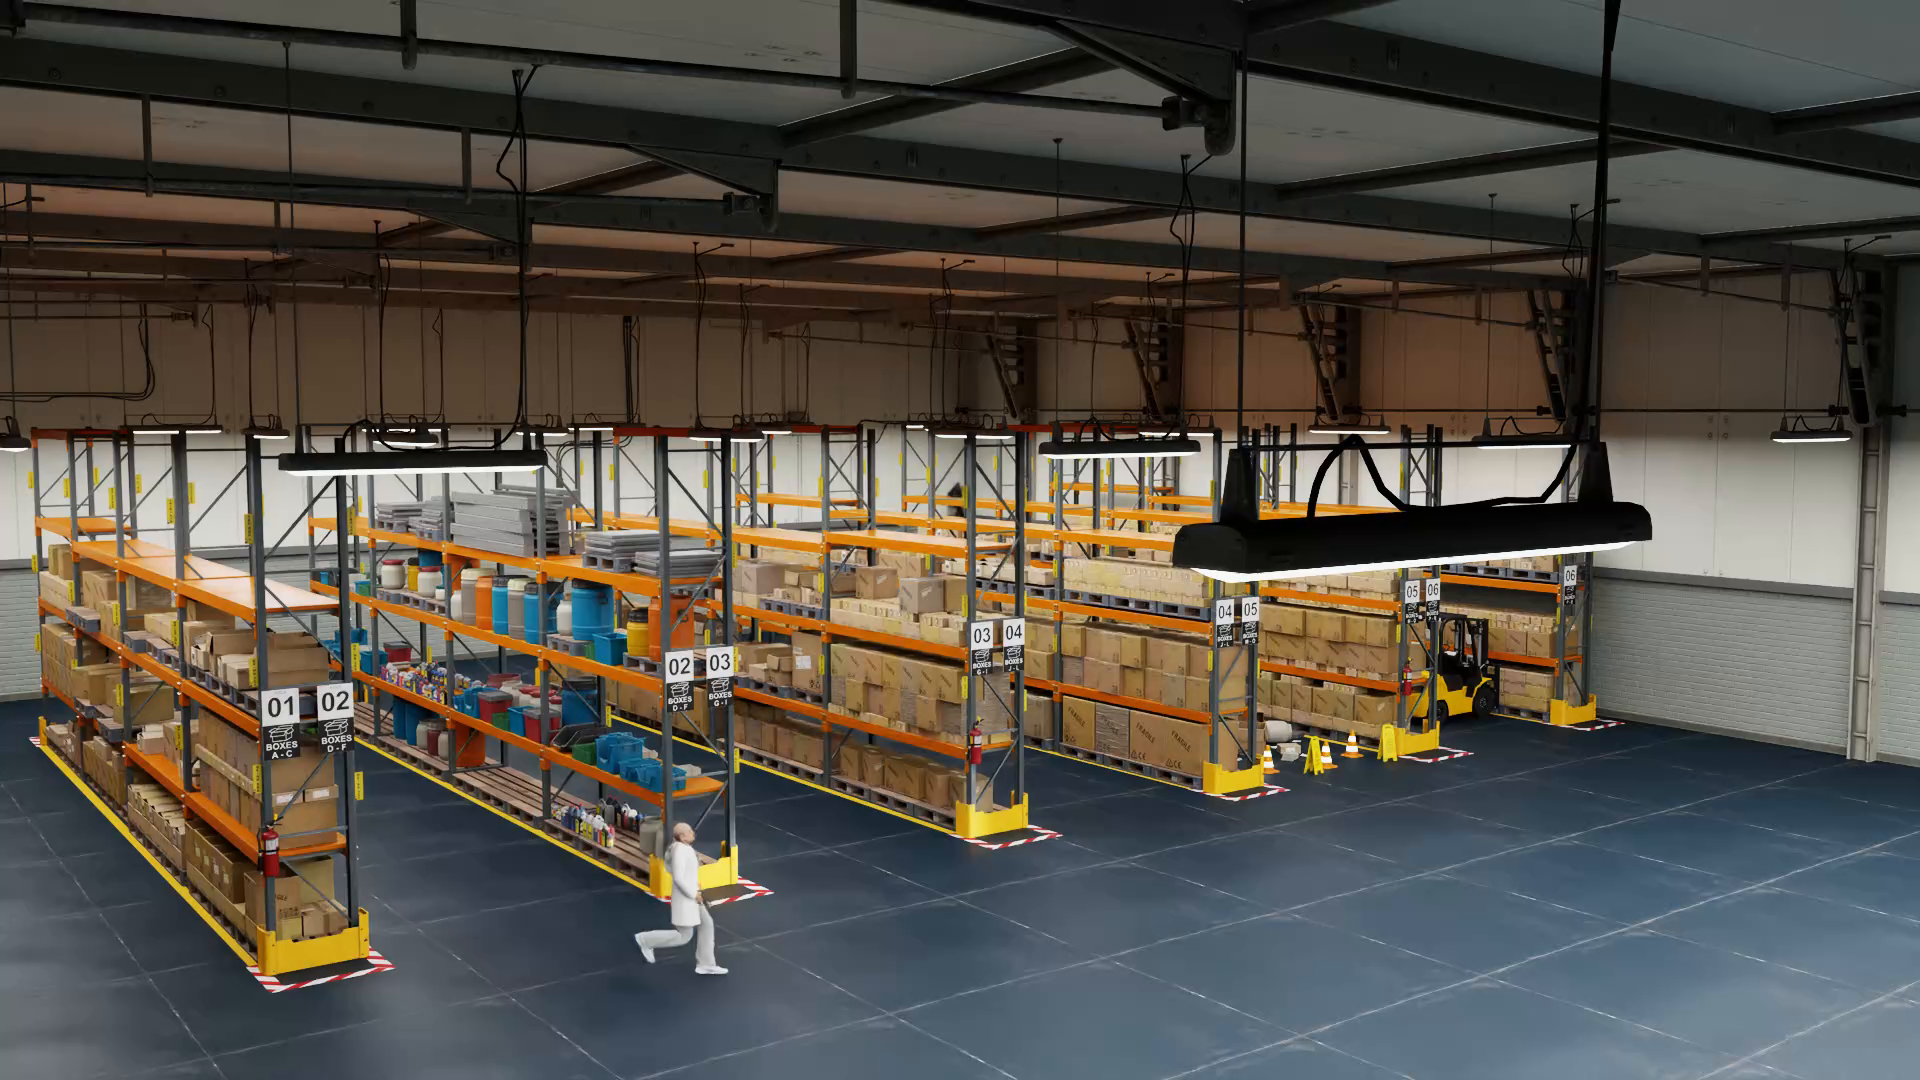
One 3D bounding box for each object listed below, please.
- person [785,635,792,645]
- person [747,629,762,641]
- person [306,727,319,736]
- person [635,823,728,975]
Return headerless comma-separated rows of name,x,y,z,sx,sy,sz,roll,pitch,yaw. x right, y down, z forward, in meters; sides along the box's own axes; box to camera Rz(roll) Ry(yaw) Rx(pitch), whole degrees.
person,-4.326,2.122,42.545,0.660,1.717,0.955,4,6,39
person,-5.144,2.266,41.855,0.793,1.547,0.607,0,4,3
person,-11.374,3.170,29.151,0.651,1.747,0.692,-4,6,-40
person,-3.110,4.026,18.565,1.011,1.758,0.702,0,4,-6
